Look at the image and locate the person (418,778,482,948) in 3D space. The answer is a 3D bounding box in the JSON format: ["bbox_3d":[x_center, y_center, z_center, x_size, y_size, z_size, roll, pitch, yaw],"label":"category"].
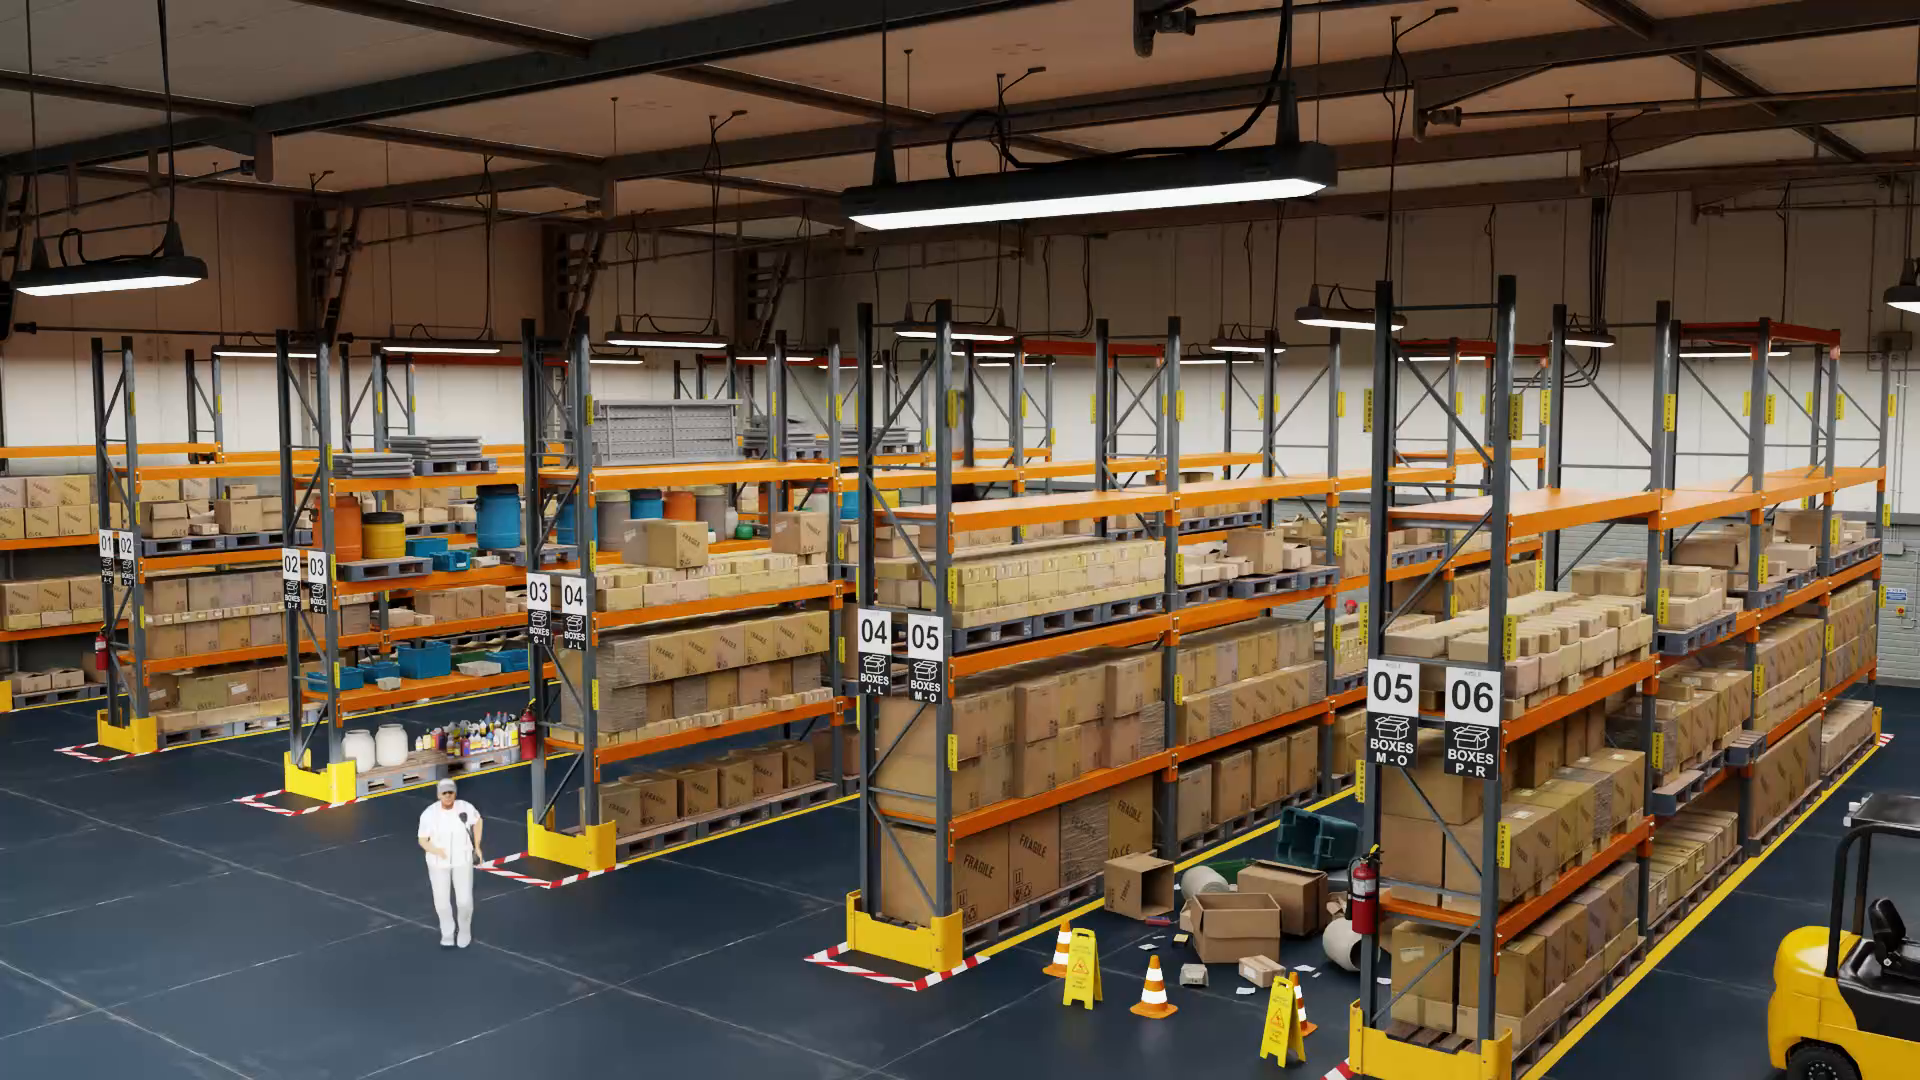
[{"bbox_3d":[-4.711,3.001,15.409,0.577,1.626,0.718,-2,5,-18],"label":"person"}]

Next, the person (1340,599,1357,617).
[{"bbox_3d":[6.478,1.881,27.513,0.680,1.839,0.842,3,6,32],"label":"person"}]
